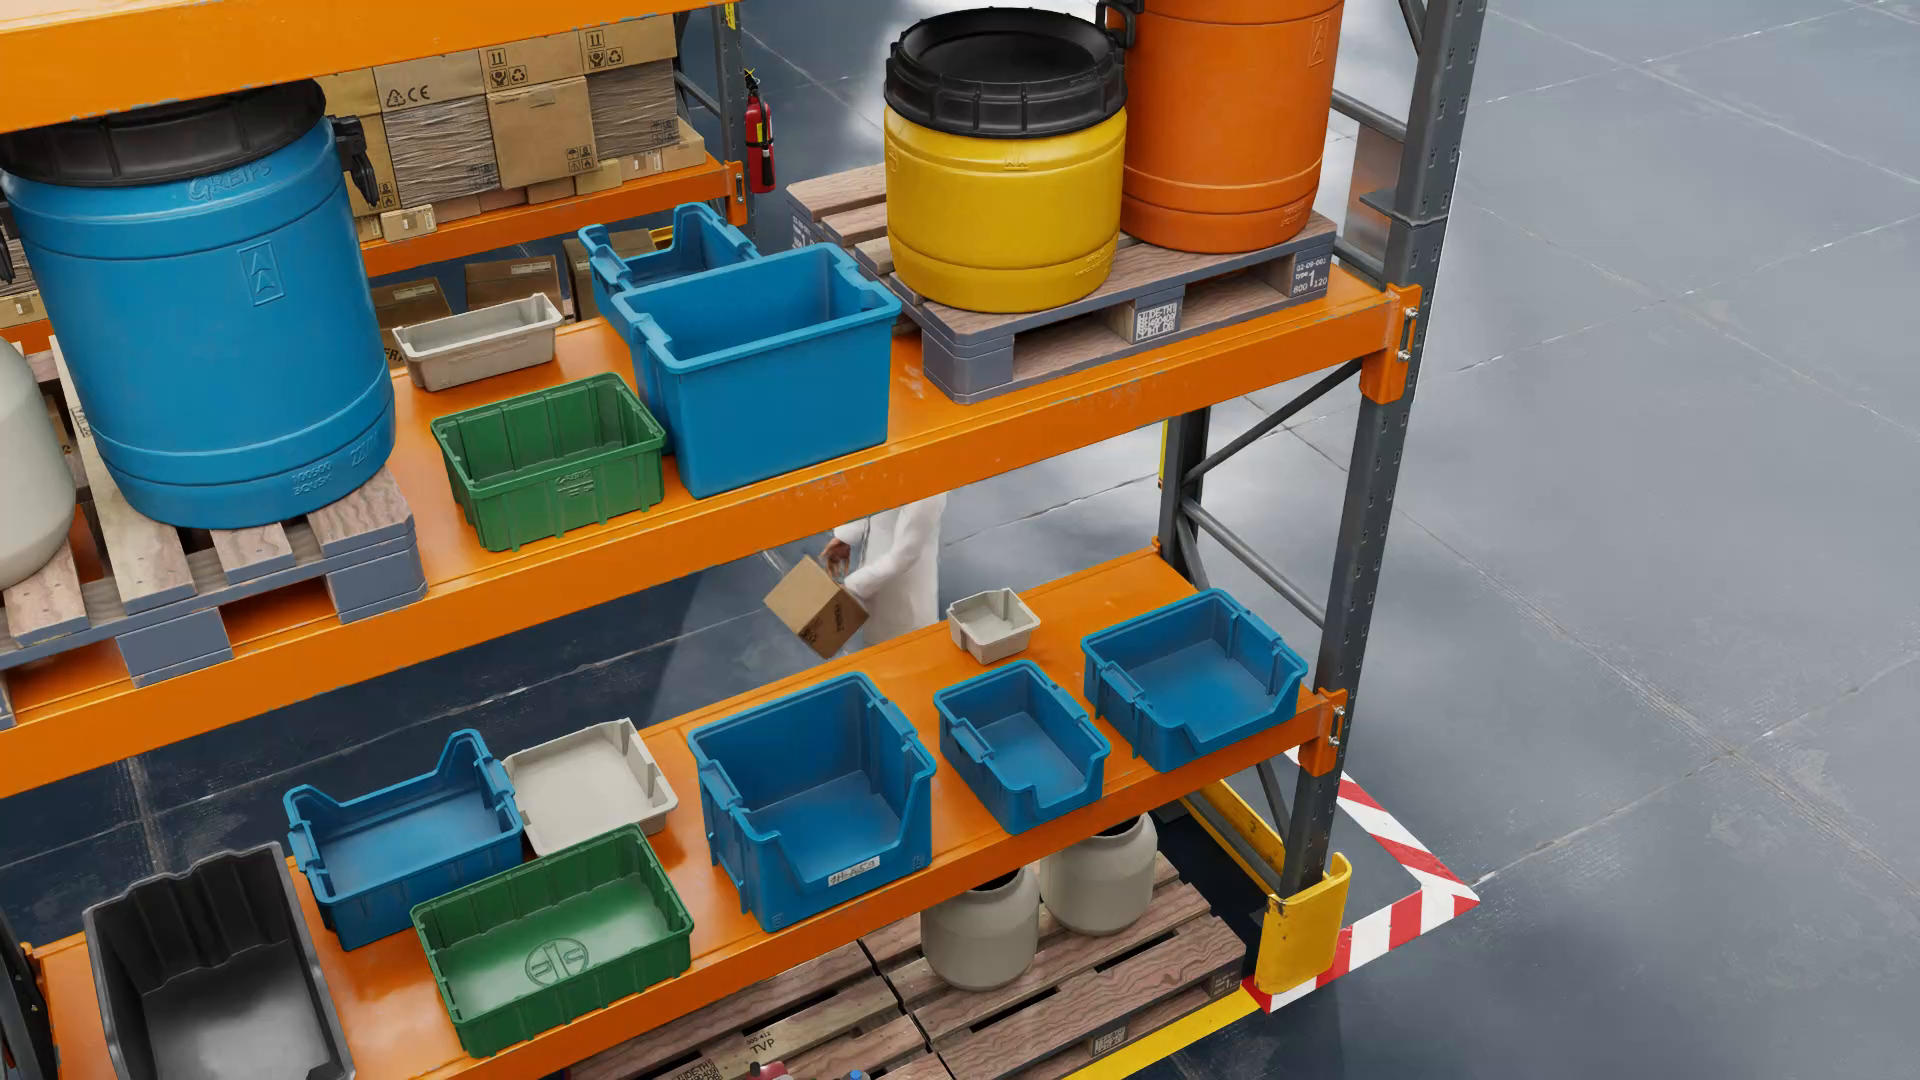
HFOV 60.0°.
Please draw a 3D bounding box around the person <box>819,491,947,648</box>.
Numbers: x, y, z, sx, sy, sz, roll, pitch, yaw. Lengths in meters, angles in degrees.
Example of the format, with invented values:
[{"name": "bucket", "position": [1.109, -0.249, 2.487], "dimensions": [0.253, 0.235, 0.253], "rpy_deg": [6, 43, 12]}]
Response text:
[{"name": "person", "position": [-0.316, 0.167, 6.705], "dimensions": [0.531, 1.780, 0.563], "rpy_deg": [-5, 37, -6]}]
